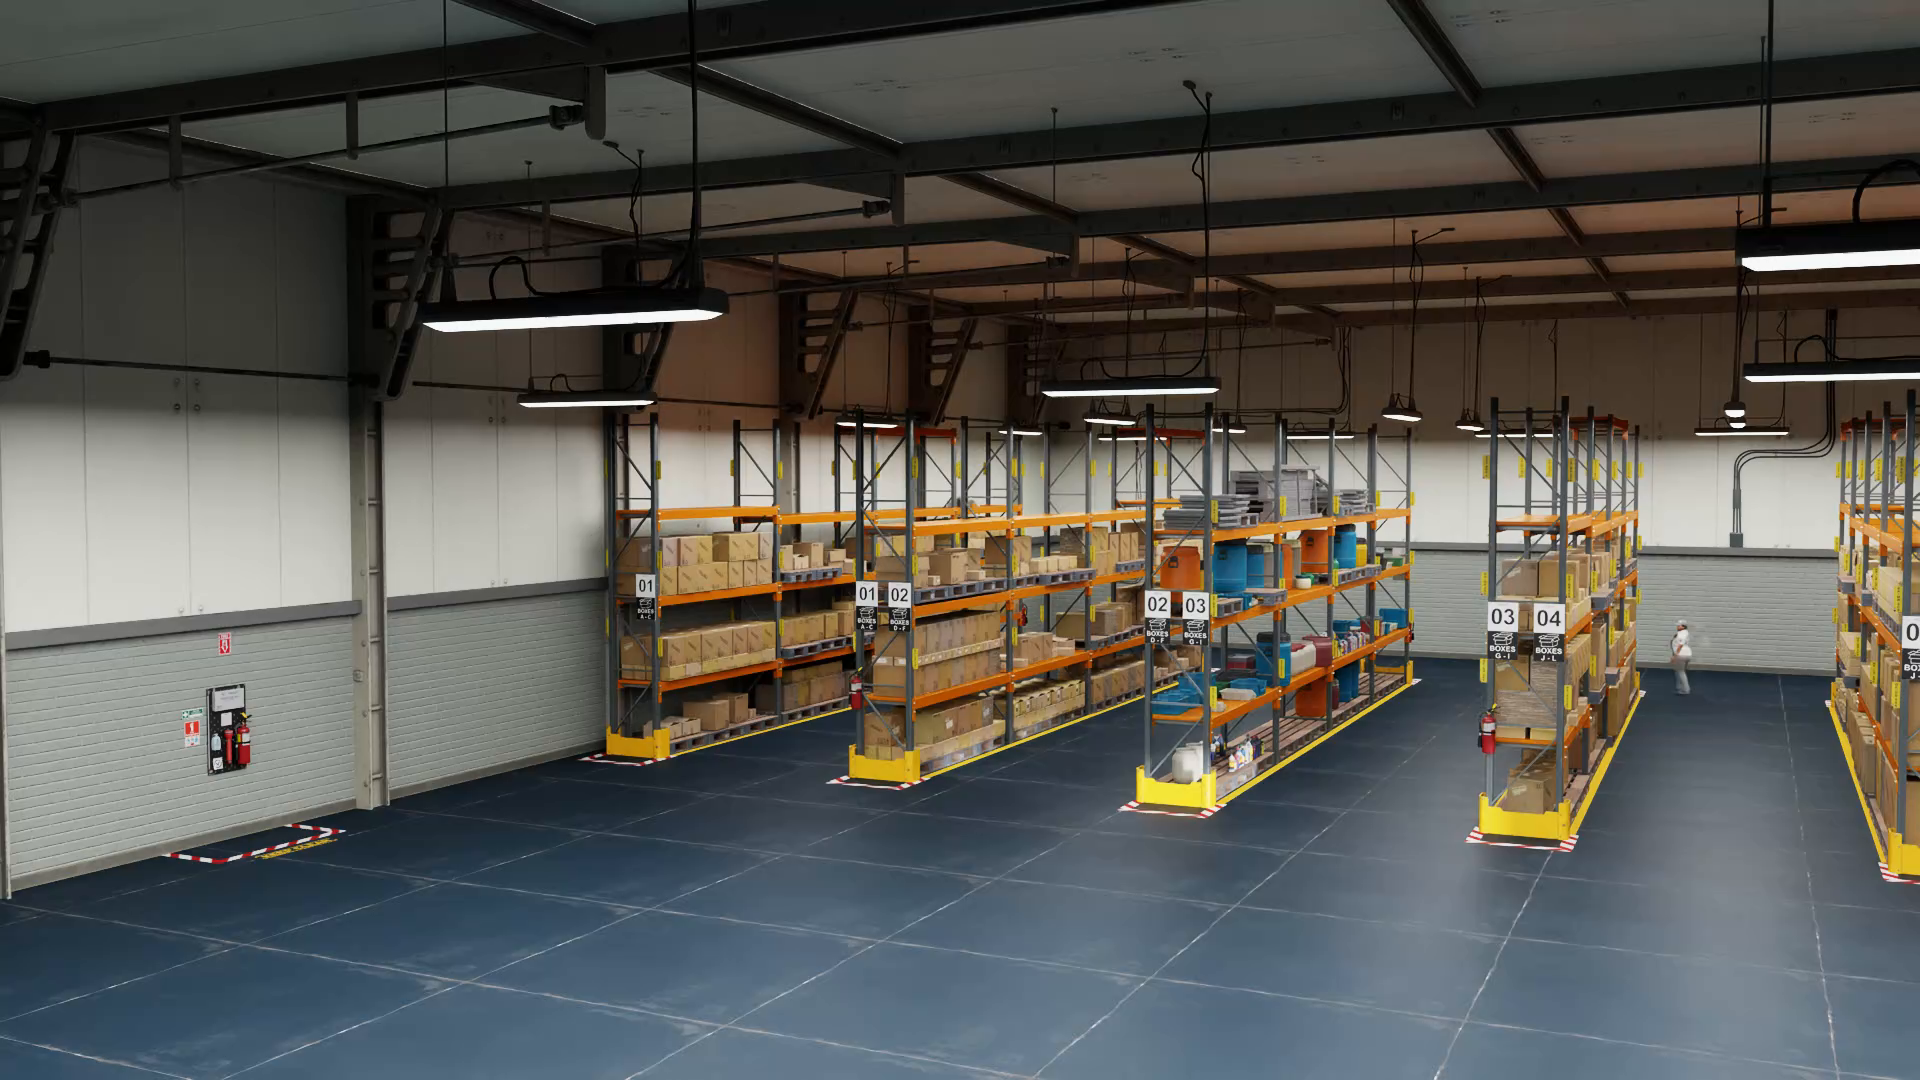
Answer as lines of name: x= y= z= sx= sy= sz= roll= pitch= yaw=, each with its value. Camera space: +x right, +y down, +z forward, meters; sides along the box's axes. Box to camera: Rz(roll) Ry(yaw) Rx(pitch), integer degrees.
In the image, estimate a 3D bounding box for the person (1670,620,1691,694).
person: x=16.048 y=2.644 z=37.076 sx=0.525 sy=1.736 sz=0.507 roll=-2 pitch=3 yaw=-38
